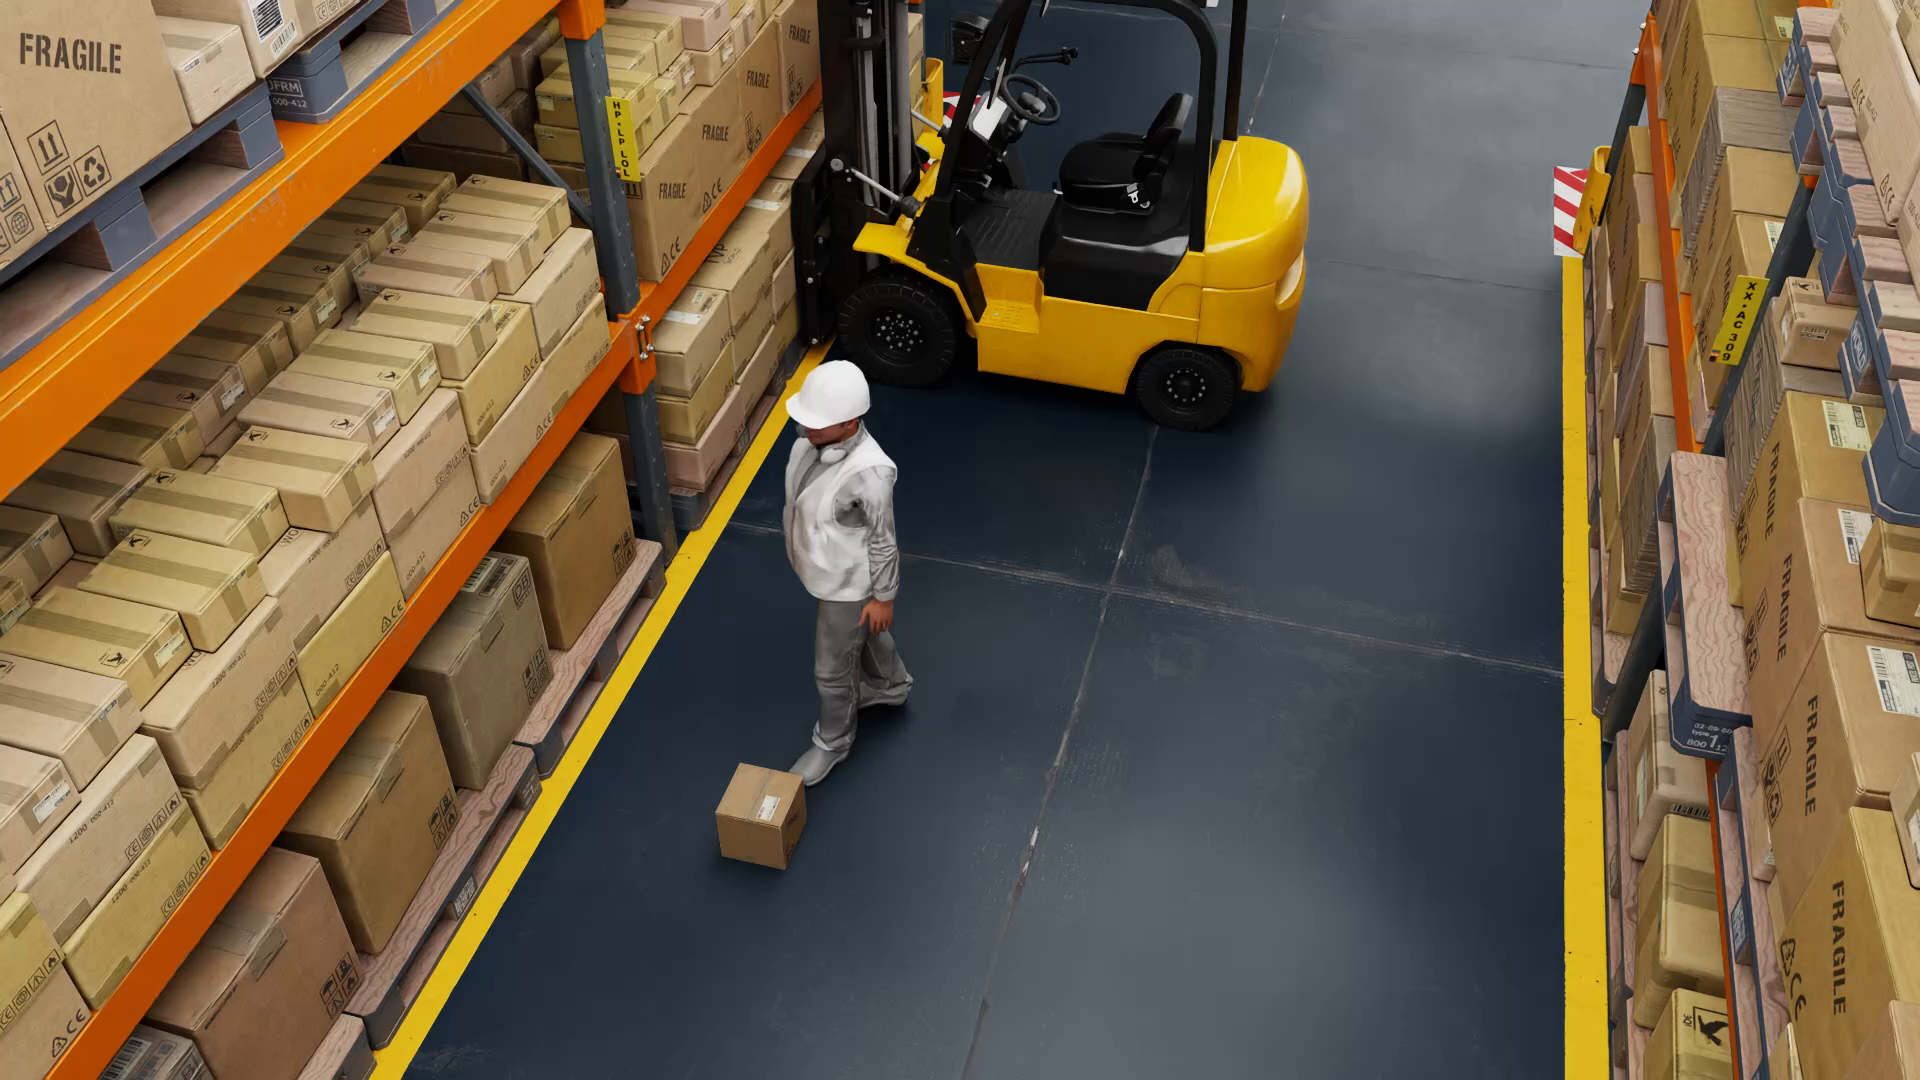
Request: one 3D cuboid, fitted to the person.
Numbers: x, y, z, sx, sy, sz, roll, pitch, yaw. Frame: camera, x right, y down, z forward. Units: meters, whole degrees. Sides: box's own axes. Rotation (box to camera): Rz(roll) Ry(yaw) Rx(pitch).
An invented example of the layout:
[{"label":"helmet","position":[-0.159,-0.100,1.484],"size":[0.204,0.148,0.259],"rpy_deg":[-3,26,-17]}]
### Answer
[{"label":"person","position":[-0.447,0.101,6.011],"size":[0.620,1.776,0.539],"rpy_deg":[-18,44,-20]}]
